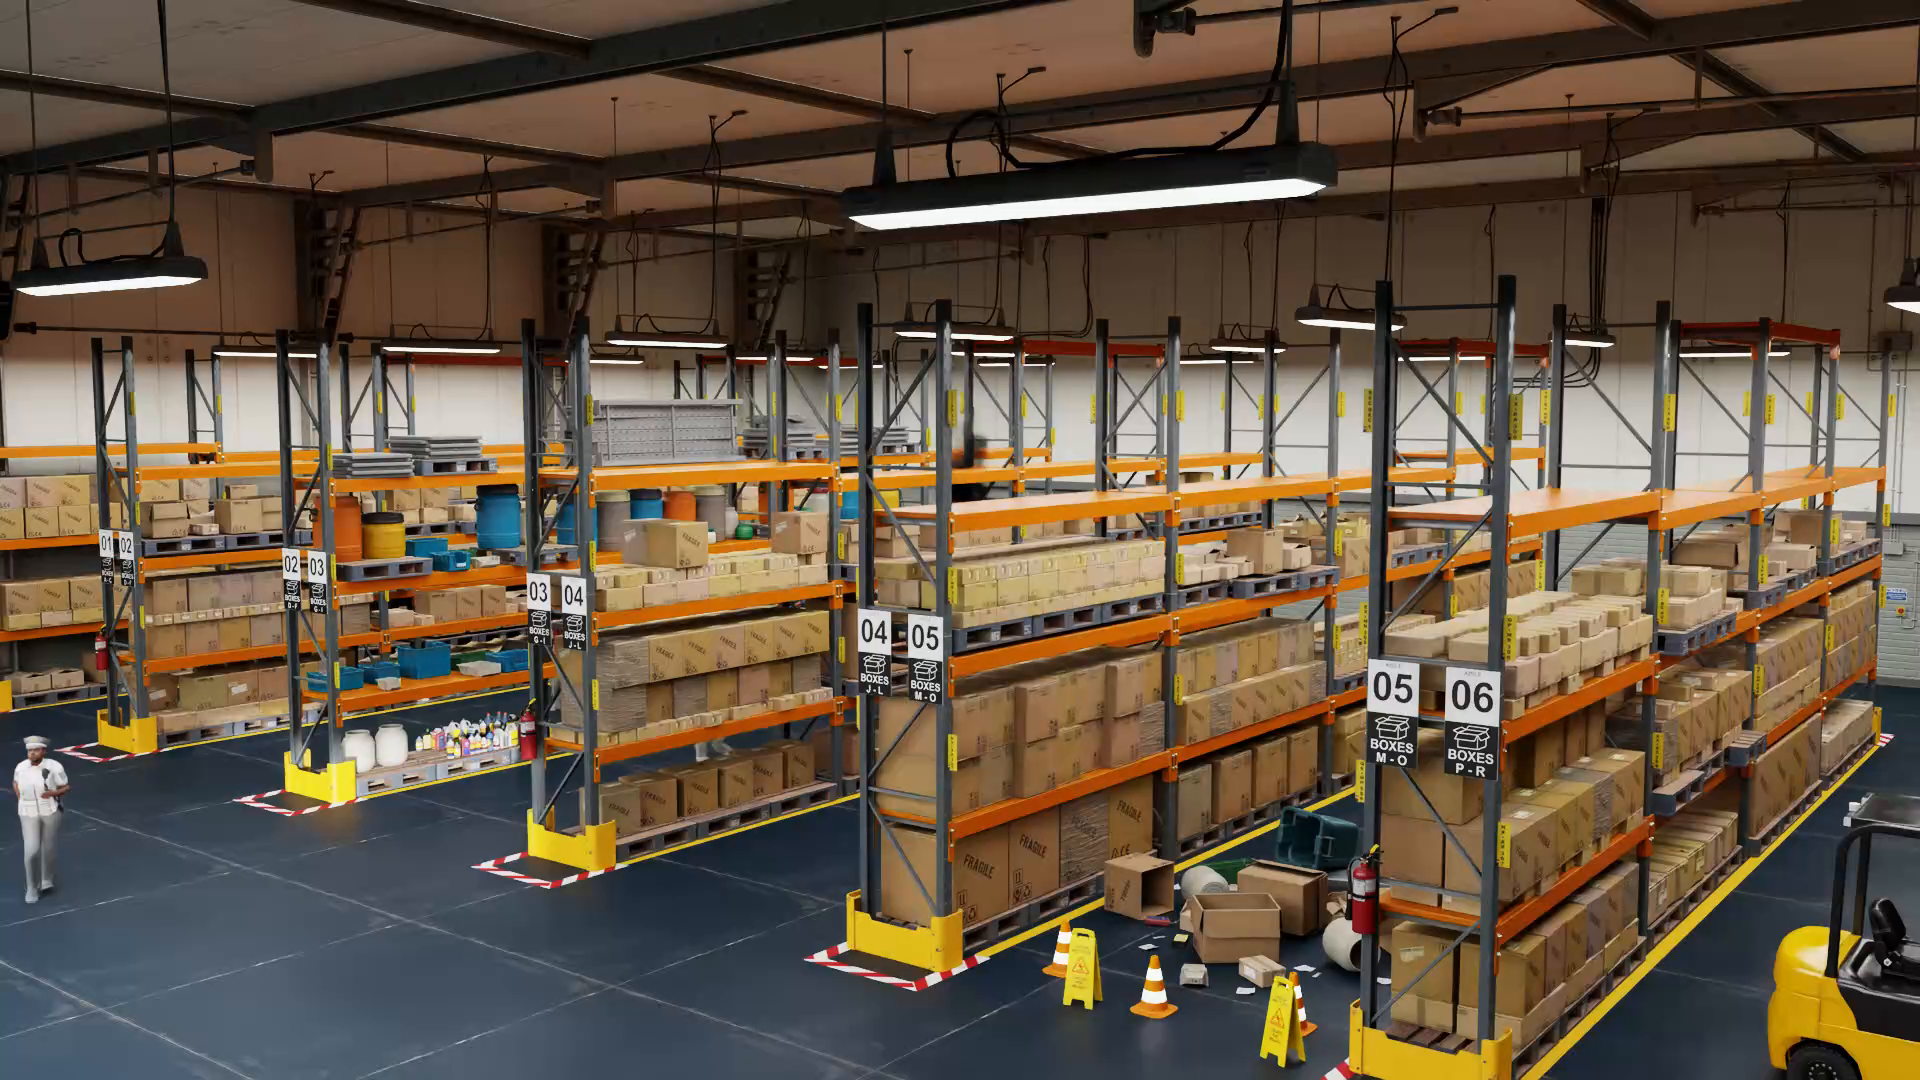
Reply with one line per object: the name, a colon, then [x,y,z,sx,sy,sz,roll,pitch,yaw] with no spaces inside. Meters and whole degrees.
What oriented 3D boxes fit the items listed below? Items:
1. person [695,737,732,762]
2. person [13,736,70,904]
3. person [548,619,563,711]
person: [-3.300,2.335,22.123,0.673,1.777,0.872,3,6,33]
person: [-9.429,2.857,17.081,0.545,1.754,0.728,-2,5,-23]
person: [-6.561,1.944,27.379,0.718,1.667,0.834,2,6,26]
